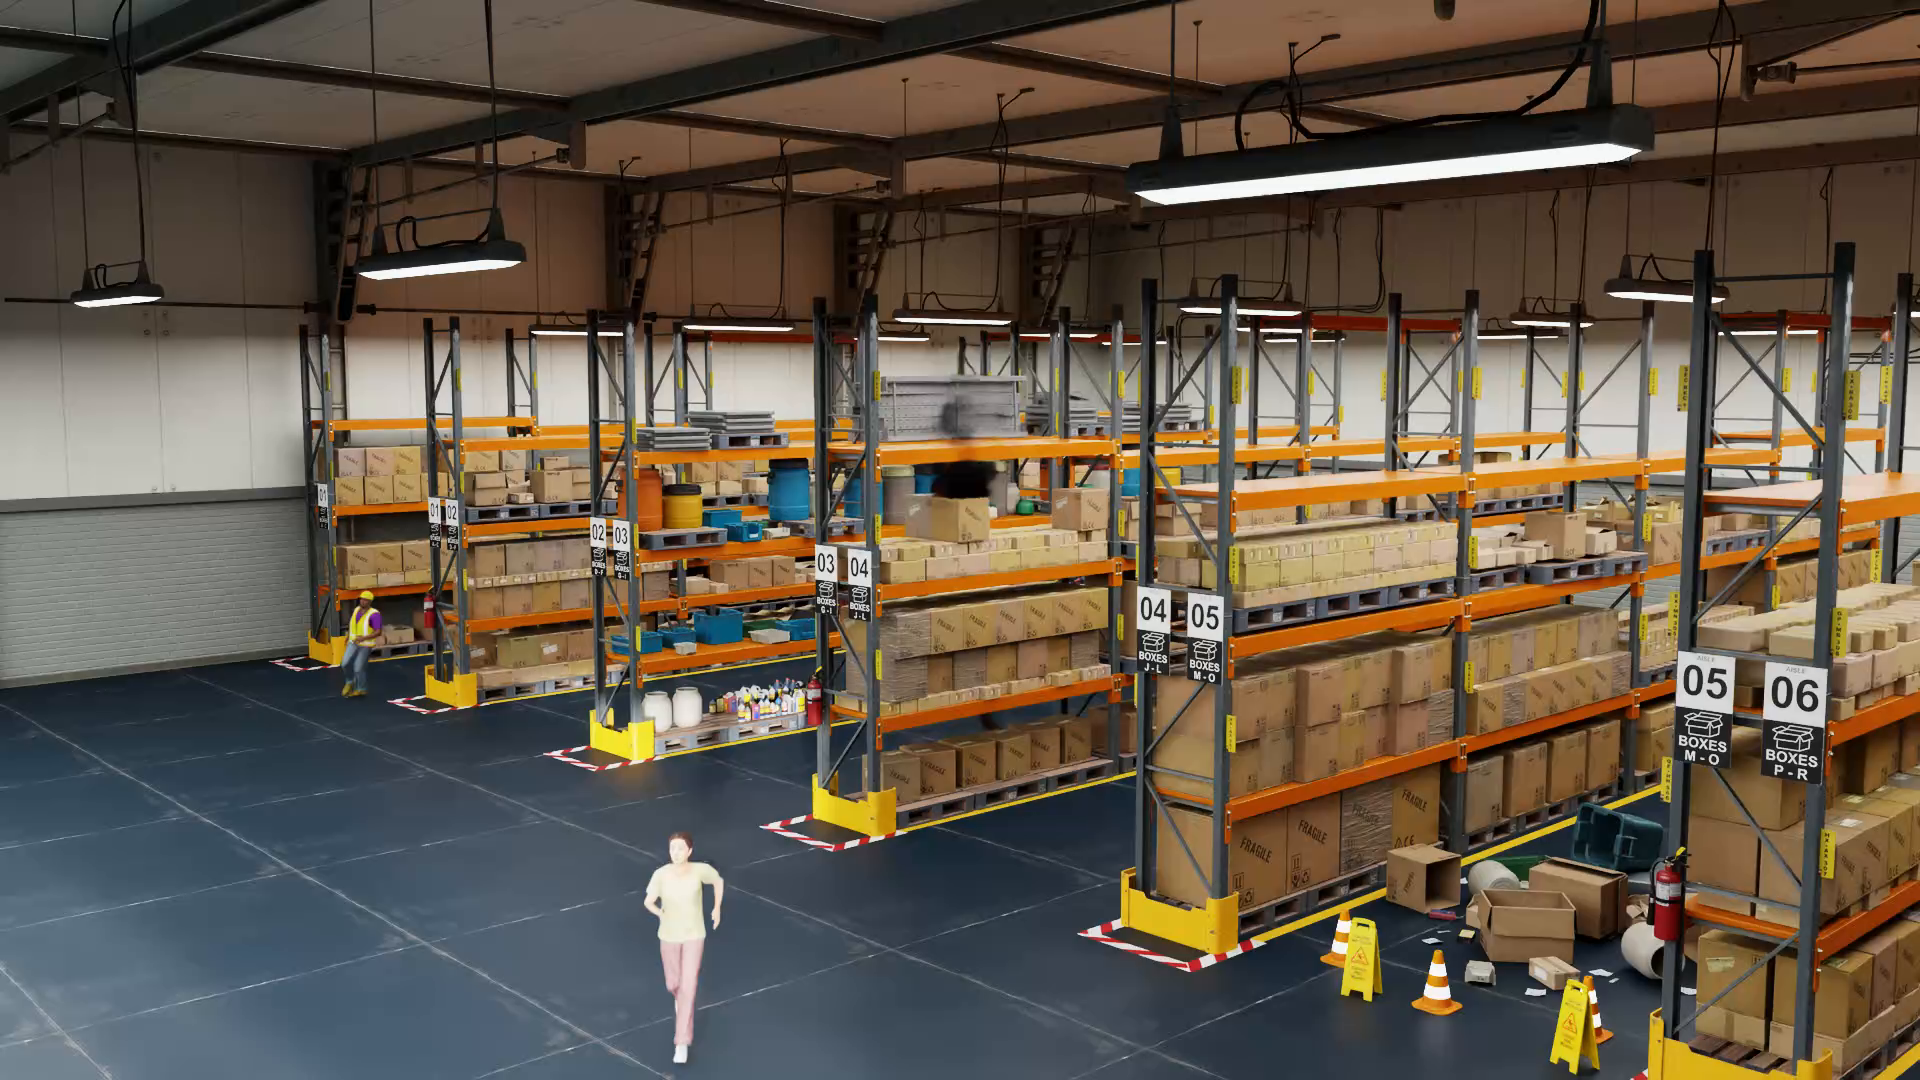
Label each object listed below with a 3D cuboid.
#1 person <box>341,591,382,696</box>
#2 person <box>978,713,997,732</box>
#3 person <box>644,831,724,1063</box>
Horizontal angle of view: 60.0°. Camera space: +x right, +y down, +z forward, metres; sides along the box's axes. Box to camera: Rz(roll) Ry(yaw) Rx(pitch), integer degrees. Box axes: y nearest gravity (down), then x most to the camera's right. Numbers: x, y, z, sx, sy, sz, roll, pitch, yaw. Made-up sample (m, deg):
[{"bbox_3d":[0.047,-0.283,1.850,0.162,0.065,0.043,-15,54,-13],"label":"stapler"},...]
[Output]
[{"bbox_3d":[-9.479,1.652,26.287,0.722,1.689,0.649,1,6,13],"label":"person"},{"bbox_3d":[0.310,1.996,23.042,0.633,1.712,0.689,4,7,38],"label":"person"},{"bbox_3d":[-2.122,3.032,12.694,0.588,1.611,1.076,0,6,-1],"label":"person"}]
